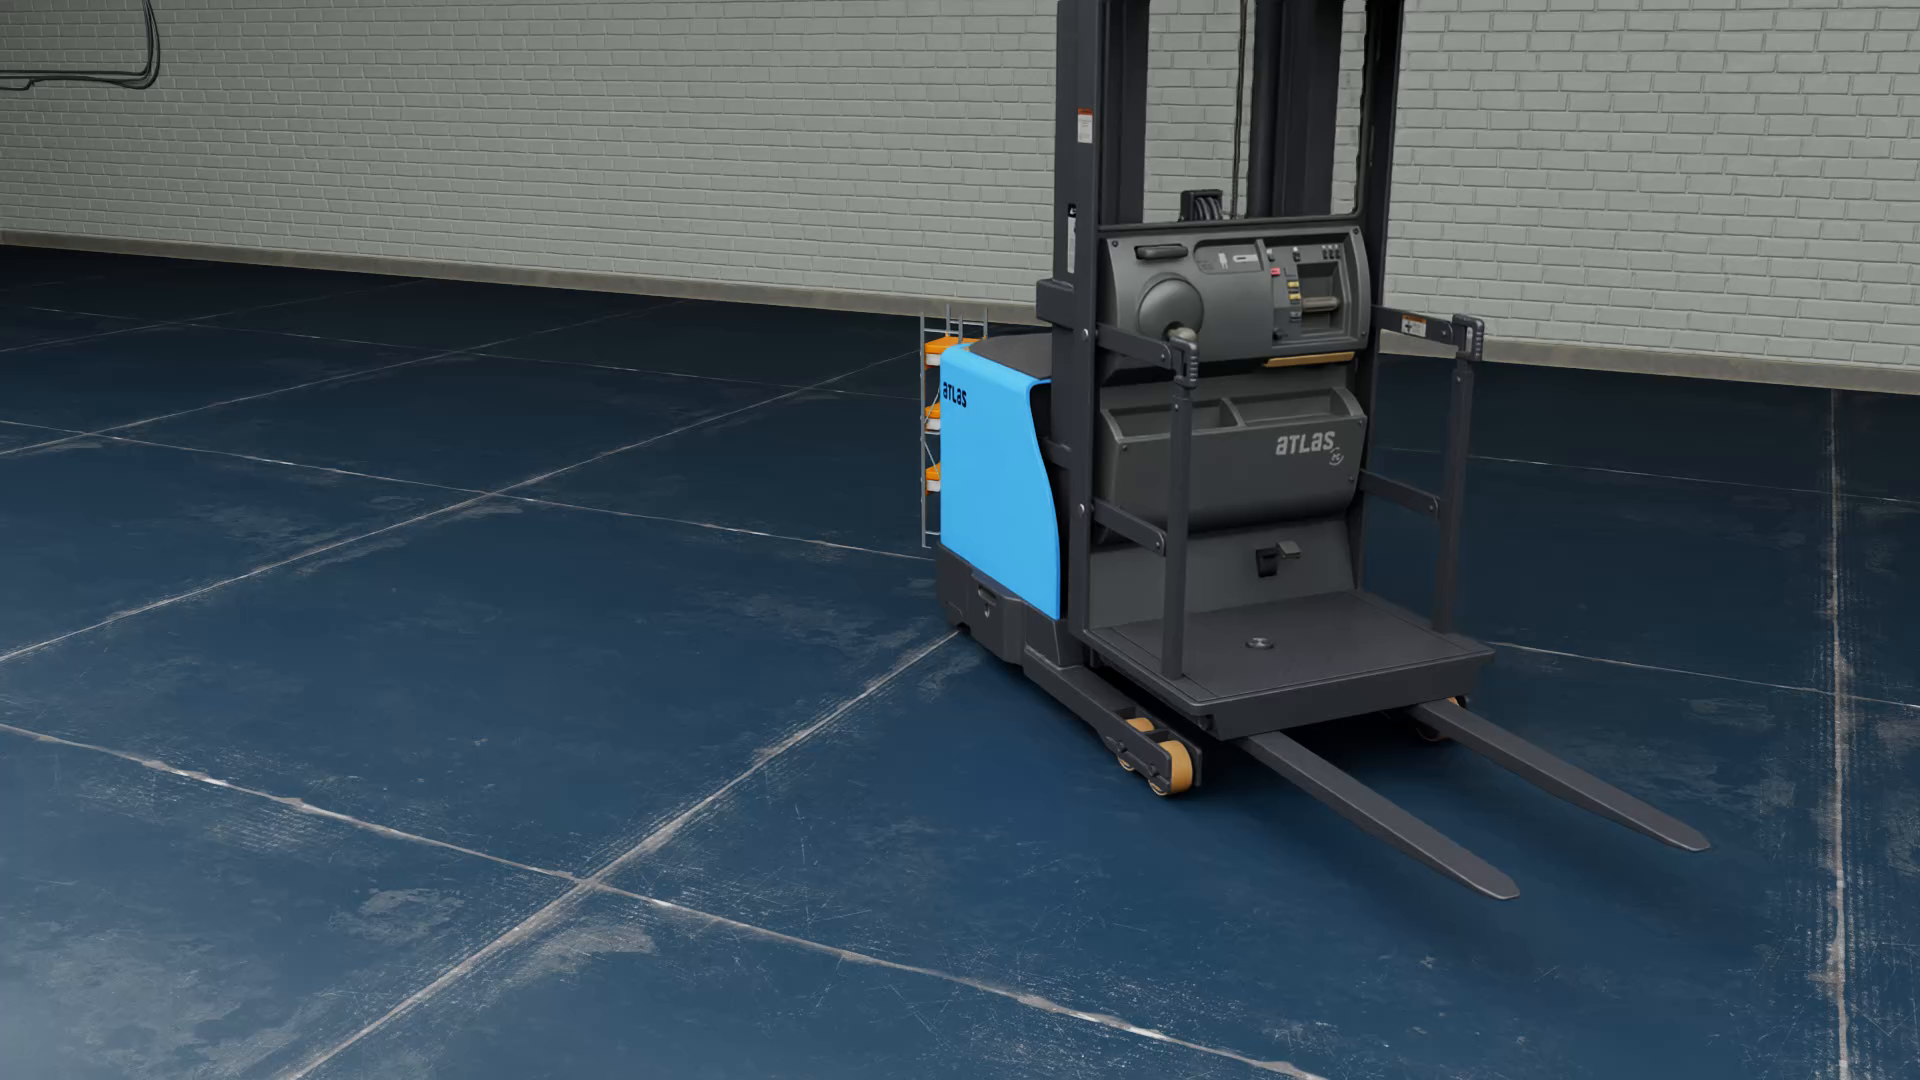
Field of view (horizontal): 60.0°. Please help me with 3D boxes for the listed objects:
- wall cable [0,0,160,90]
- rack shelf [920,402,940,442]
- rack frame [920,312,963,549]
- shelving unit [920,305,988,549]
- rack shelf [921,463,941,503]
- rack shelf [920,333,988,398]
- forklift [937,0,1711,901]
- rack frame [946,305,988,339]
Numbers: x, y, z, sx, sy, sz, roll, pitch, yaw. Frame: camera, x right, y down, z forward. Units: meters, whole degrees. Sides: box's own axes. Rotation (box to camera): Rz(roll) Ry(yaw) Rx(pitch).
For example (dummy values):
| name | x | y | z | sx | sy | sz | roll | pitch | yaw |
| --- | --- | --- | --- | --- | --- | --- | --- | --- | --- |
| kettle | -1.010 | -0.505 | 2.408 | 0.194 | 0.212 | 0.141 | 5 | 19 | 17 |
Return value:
| name | x | y | z | sx | sy | sz | roll | pitch | yaw |
| --- | --- | --- | --- | --- | --- | --- | --- | --- | --- |
| wall cable | -9.522 | -5.969 | 17.270 | 3.097 | 2.526 | 0.112 | 8 | 18 | 25 |
| rack shelf | -0.024 | -0.479 | 7.332 | 0.215 | 0.259 | 0.240 | 8 | 18 | 25 |
| rack frame | -0.078 | -0.459 | 7.224 | 0.200 | 1.050 | 0.008 | 8 | 18 | 25 |
| shelving unit | -0.024 | -0.490 | 7.329 | 0.215 | 1.050 | 0.252 | 8 | 18 | 25 |
| rack shelf | -0.024 | -0.213 | 7.411 | 0.215 | 0.259 | 0.240 | 8 | 18 | 25 |
| rack shelf | -0.024 | -0.752 | 7.251 | 0.215 | 0.259 | 0.240 | 8 | 18 | 25 |
| forklift | 0.967 | -0.780 | 5.004 | 1.130 | 2.935 | 3.031 | -7 | 18 | -23 |
| rack frame | 0.031 | -0.521 | 7.434 | 0.200 | 1.050 | 0.008 | 8 | 18 | 25 |
